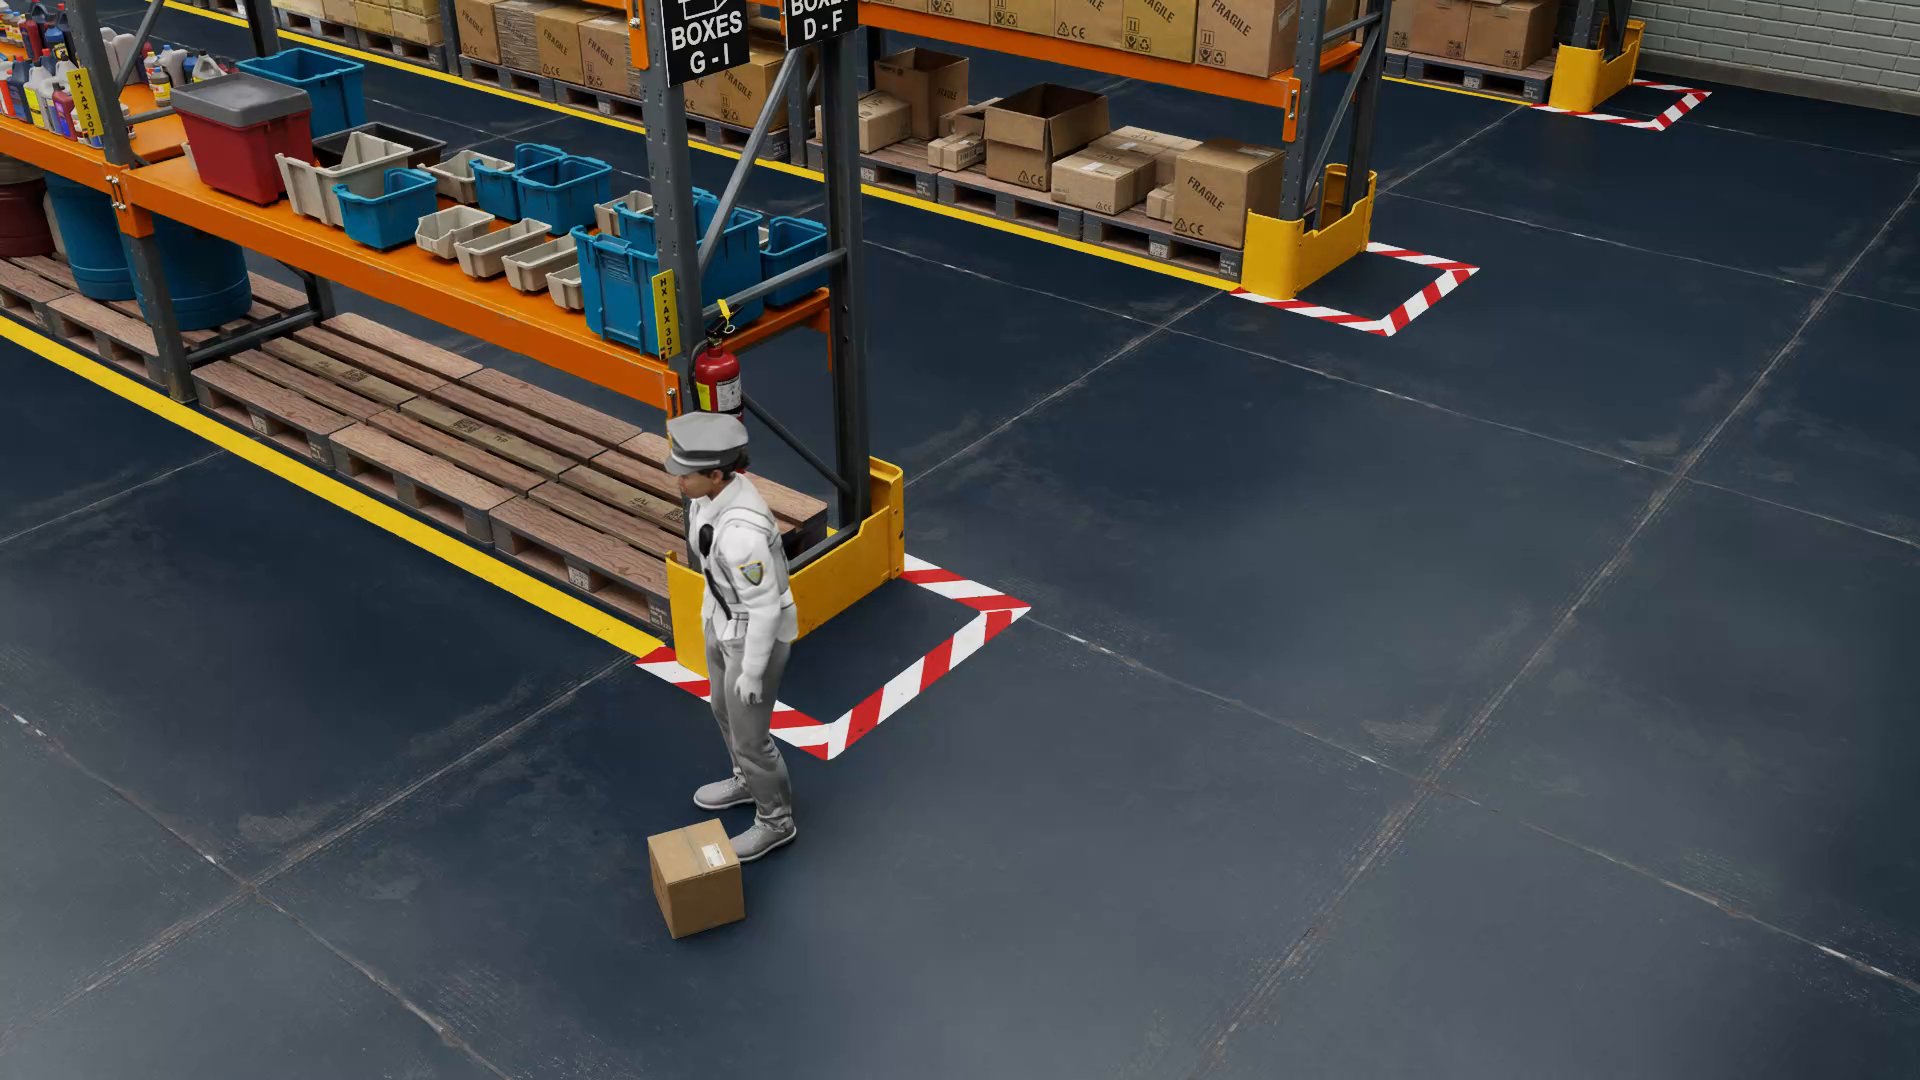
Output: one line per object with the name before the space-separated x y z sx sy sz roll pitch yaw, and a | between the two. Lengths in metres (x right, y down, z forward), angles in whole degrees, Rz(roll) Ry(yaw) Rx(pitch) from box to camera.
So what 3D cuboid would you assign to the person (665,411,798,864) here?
person | -0.743 0.330 5.582 0.378 1.663 0.533 -12 33 -19
